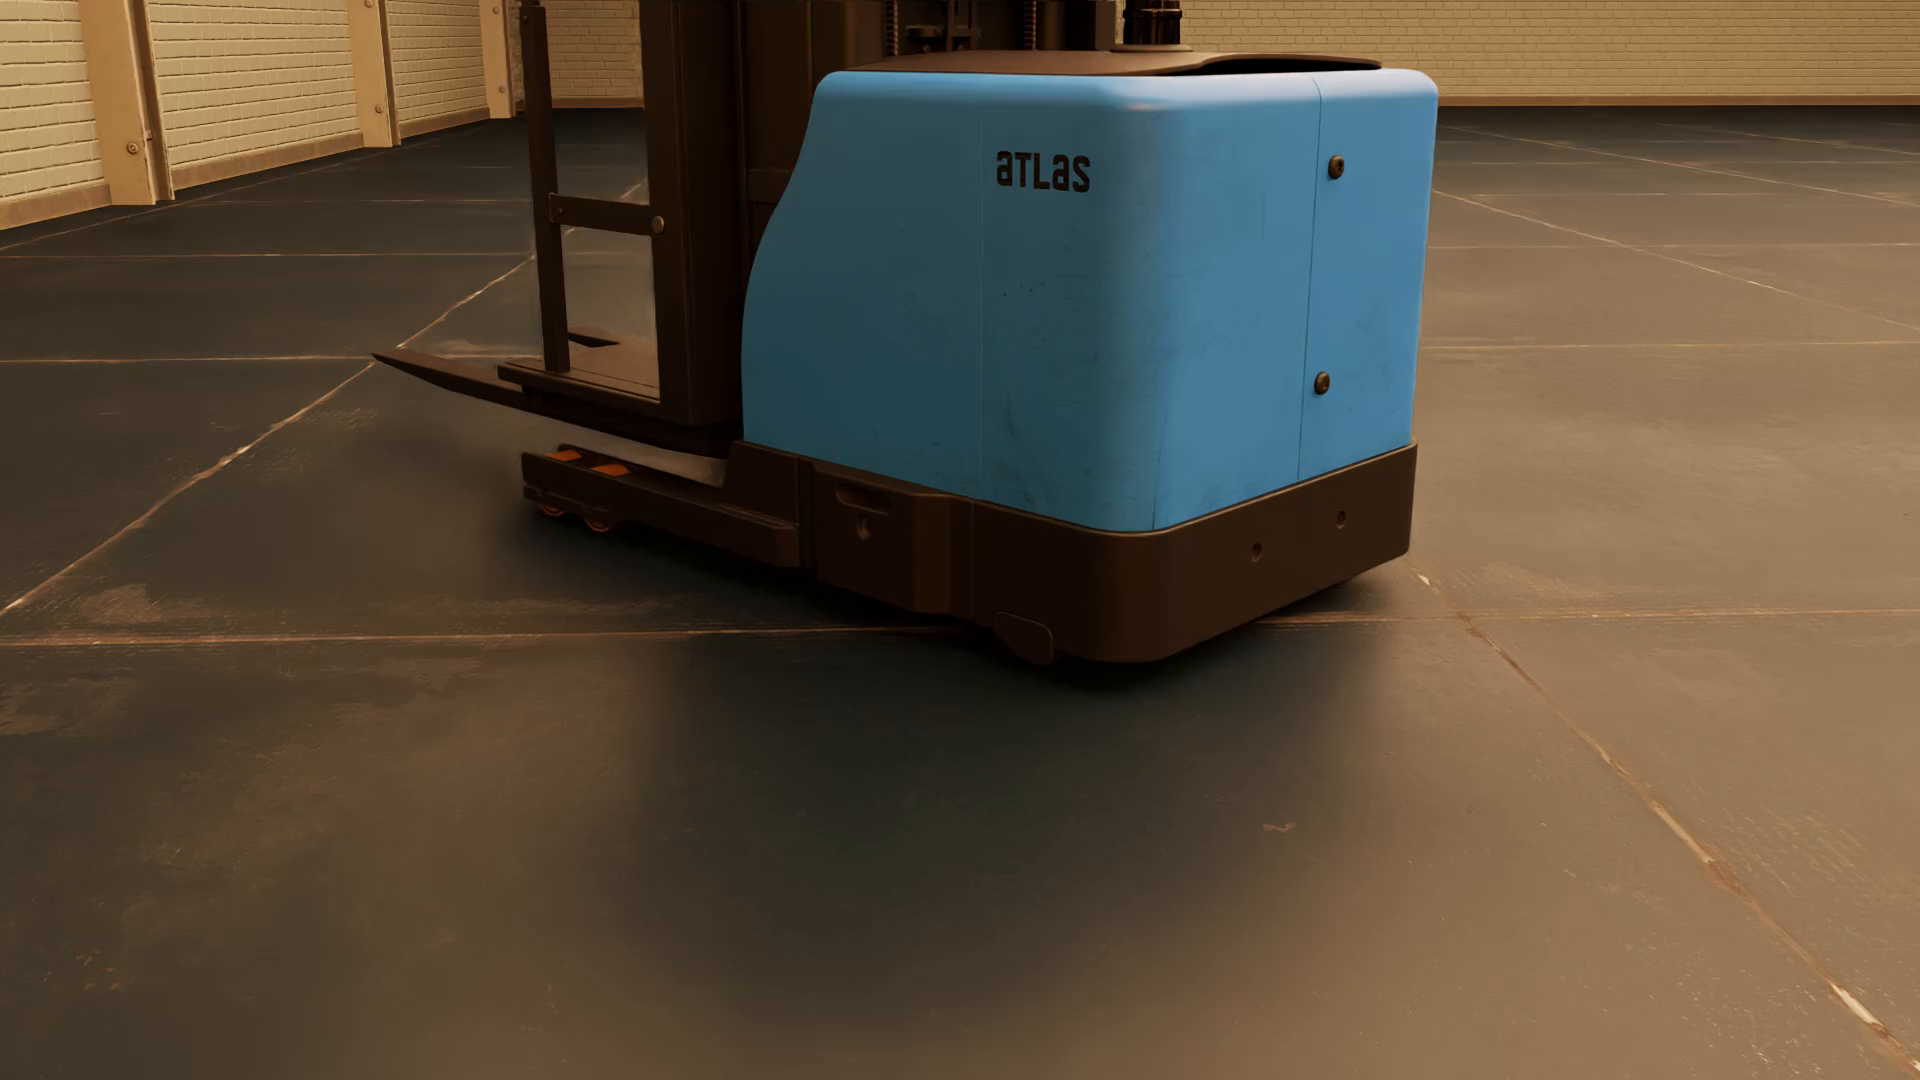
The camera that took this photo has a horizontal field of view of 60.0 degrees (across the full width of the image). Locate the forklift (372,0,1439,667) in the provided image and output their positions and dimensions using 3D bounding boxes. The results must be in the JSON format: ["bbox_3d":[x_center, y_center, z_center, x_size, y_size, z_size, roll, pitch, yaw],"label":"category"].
[{"bbox_3d":[-0.438,-1.516,3.862,3.031,2.935,1.130,16,23,41],"label":"forklift"}]
